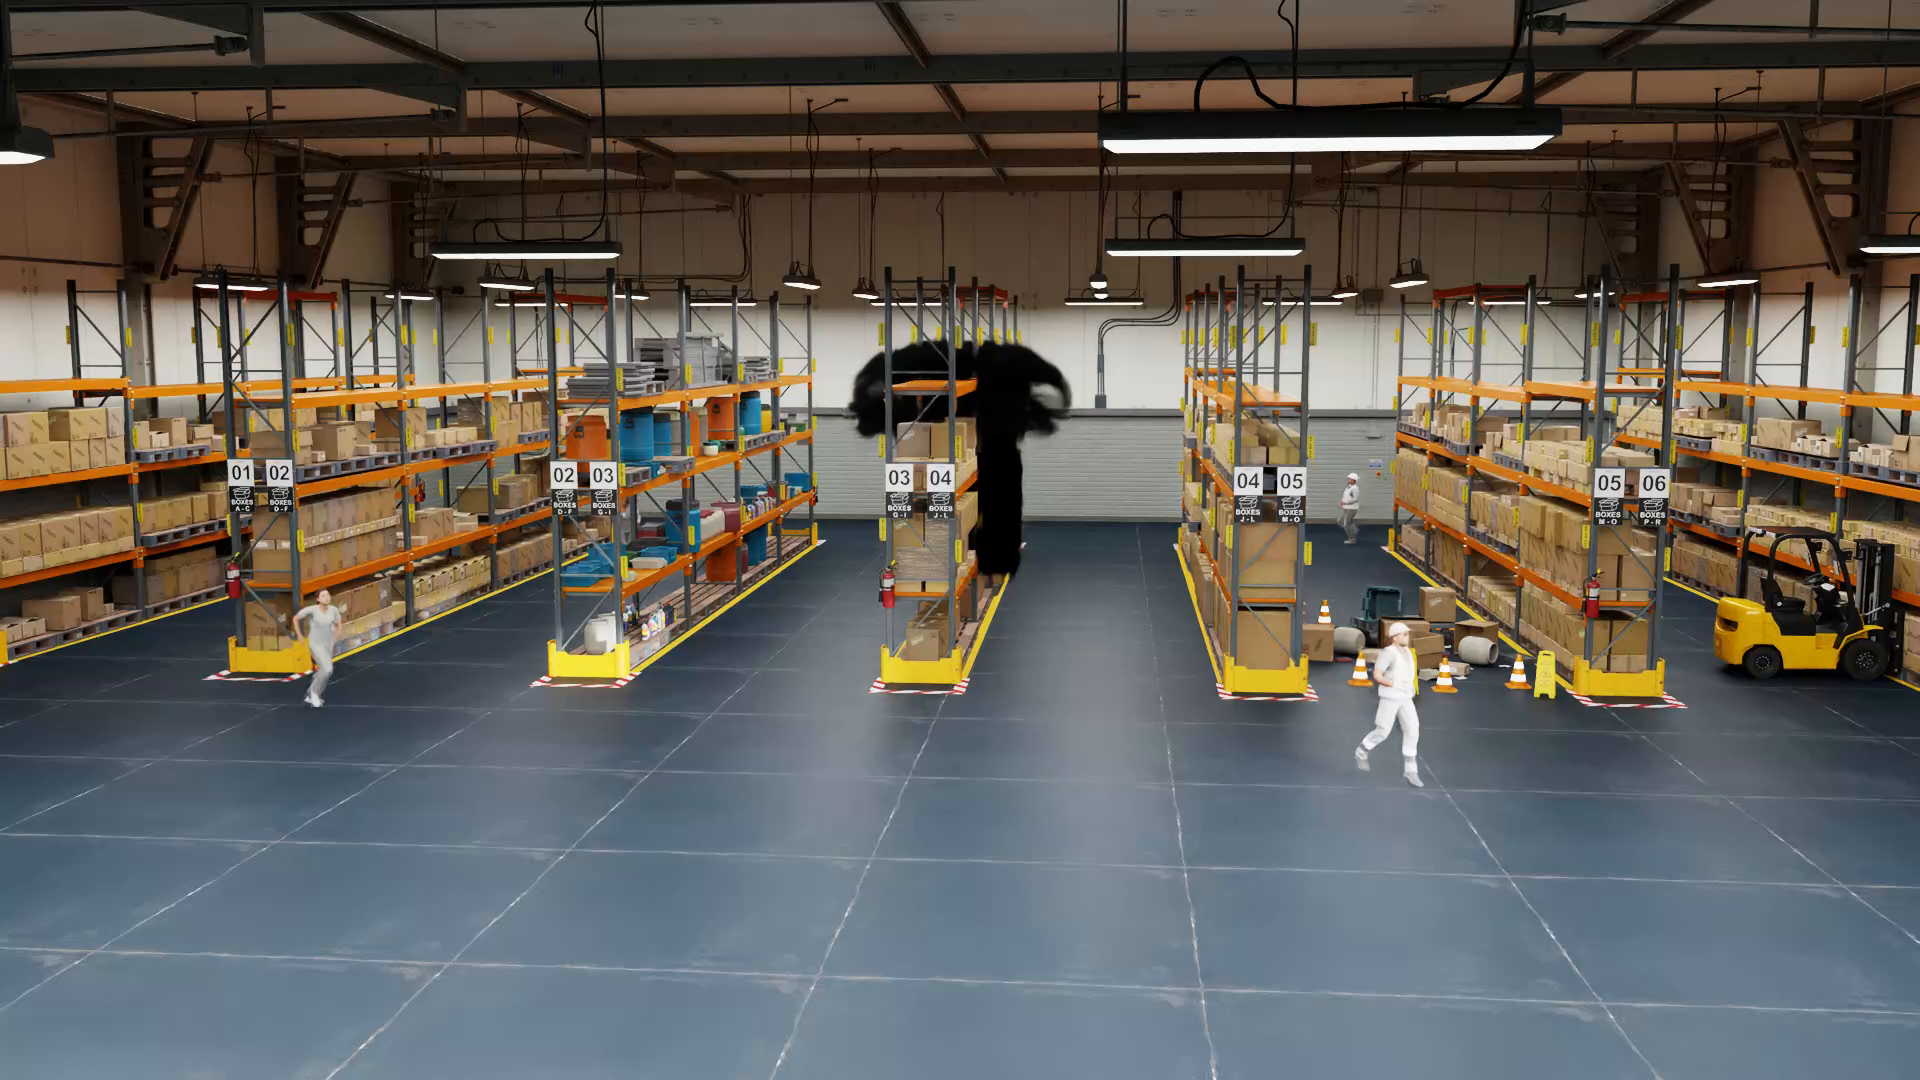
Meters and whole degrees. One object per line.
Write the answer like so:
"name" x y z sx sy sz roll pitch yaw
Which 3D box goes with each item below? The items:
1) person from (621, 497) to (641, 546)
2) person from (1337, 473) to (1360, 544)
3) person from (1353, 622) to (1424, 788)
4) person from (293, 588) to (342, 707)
"person" -6.784 -0.107 33.917 0.524 1.449 0.689 1 7 7
"person" 9.467 -0.767 40.459 0.573 1.724 0.653 -1 7 -5
"person" 4.944 1.825 18.852 0.698 1.800 0.945 -5 8 -34
"person" -8.629 1.448 22.490 0.711 1.631 0.569 5 9 36
